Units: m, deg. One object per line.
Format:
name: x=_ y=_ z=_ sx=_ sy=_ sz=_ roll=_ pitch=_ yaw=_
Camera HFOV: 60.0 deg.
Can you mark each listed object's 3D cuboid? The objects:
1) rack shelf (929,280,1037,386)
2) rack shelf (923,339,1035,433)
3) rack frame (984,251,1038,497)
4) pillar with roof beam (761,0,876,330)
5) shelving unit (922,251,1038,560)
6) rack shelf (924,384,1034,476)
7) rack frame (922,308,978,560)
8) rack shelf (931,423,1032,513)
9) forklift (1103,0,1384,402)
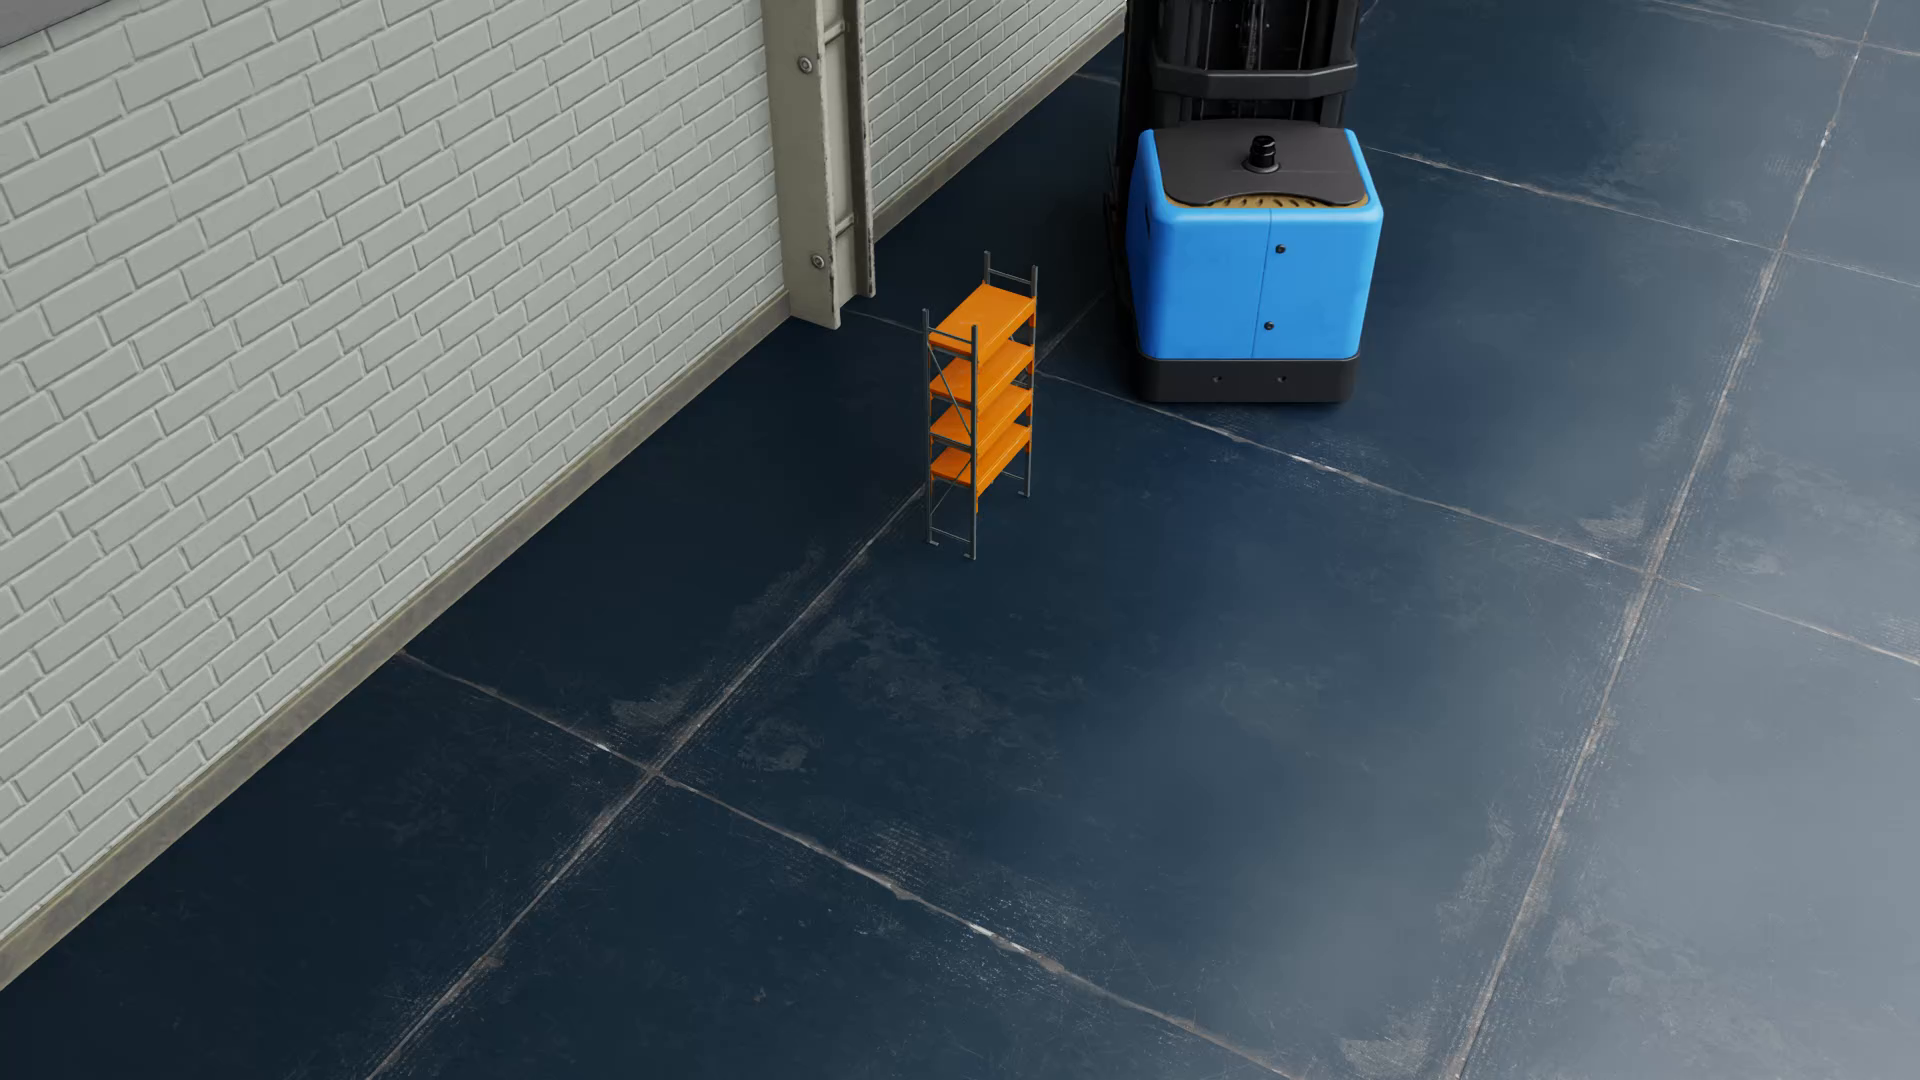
rack shelf: x=0.083 y=-0.840 z=6.701 sx=0.258 sy=0.148 sz=0.480 roll=21 pitch=45 yaw=22
rack shelf: x=0.083 y=-0.662 z=6.858 sx=0.258 sy=0.148 sz=0.480 roll=21 pitch=45 yaw=22
rack frame: x=0.205 y=-0.685 z=7.120 sx=0.240 sy=1.200 sz=0.015 roll=21 pitch=45 yaw=22
pillar with roof beam: x=3.057 y=-3.187 z=4.060 sx=9.100 sy=9.000 sz=0.400 roll=21 pitch=45 yaw=22
shelving unit: x=0.083 y=-0.545 z=6.961 sx=0.258 sy=1.200 sz=0.503 roll=21 pitch=45 yaw=22
rack shelf: x=0.083 y=-0.495 z=7.005 sx=0.258 sy=0.148 sz=0.480 roll=21 pitch=45 yaw=22
rack frame: x=-0.039 y=-0.405 z=6.802 sx=0.240 sy=1.200 sz=0.015 roll=21 pitch=45 yaw=22
rack shelf: x=0.083 y=-0.345 z=7.137 sx=0.258 sy=0.148 sz=0.480 roll=21 pitch=45 yaw=22
forklift: x=1.358 y=-2.700 z=8.098 sx=1.130 sy=2.935 sz=3.031 roll=0 pitch=41 yaw=0
